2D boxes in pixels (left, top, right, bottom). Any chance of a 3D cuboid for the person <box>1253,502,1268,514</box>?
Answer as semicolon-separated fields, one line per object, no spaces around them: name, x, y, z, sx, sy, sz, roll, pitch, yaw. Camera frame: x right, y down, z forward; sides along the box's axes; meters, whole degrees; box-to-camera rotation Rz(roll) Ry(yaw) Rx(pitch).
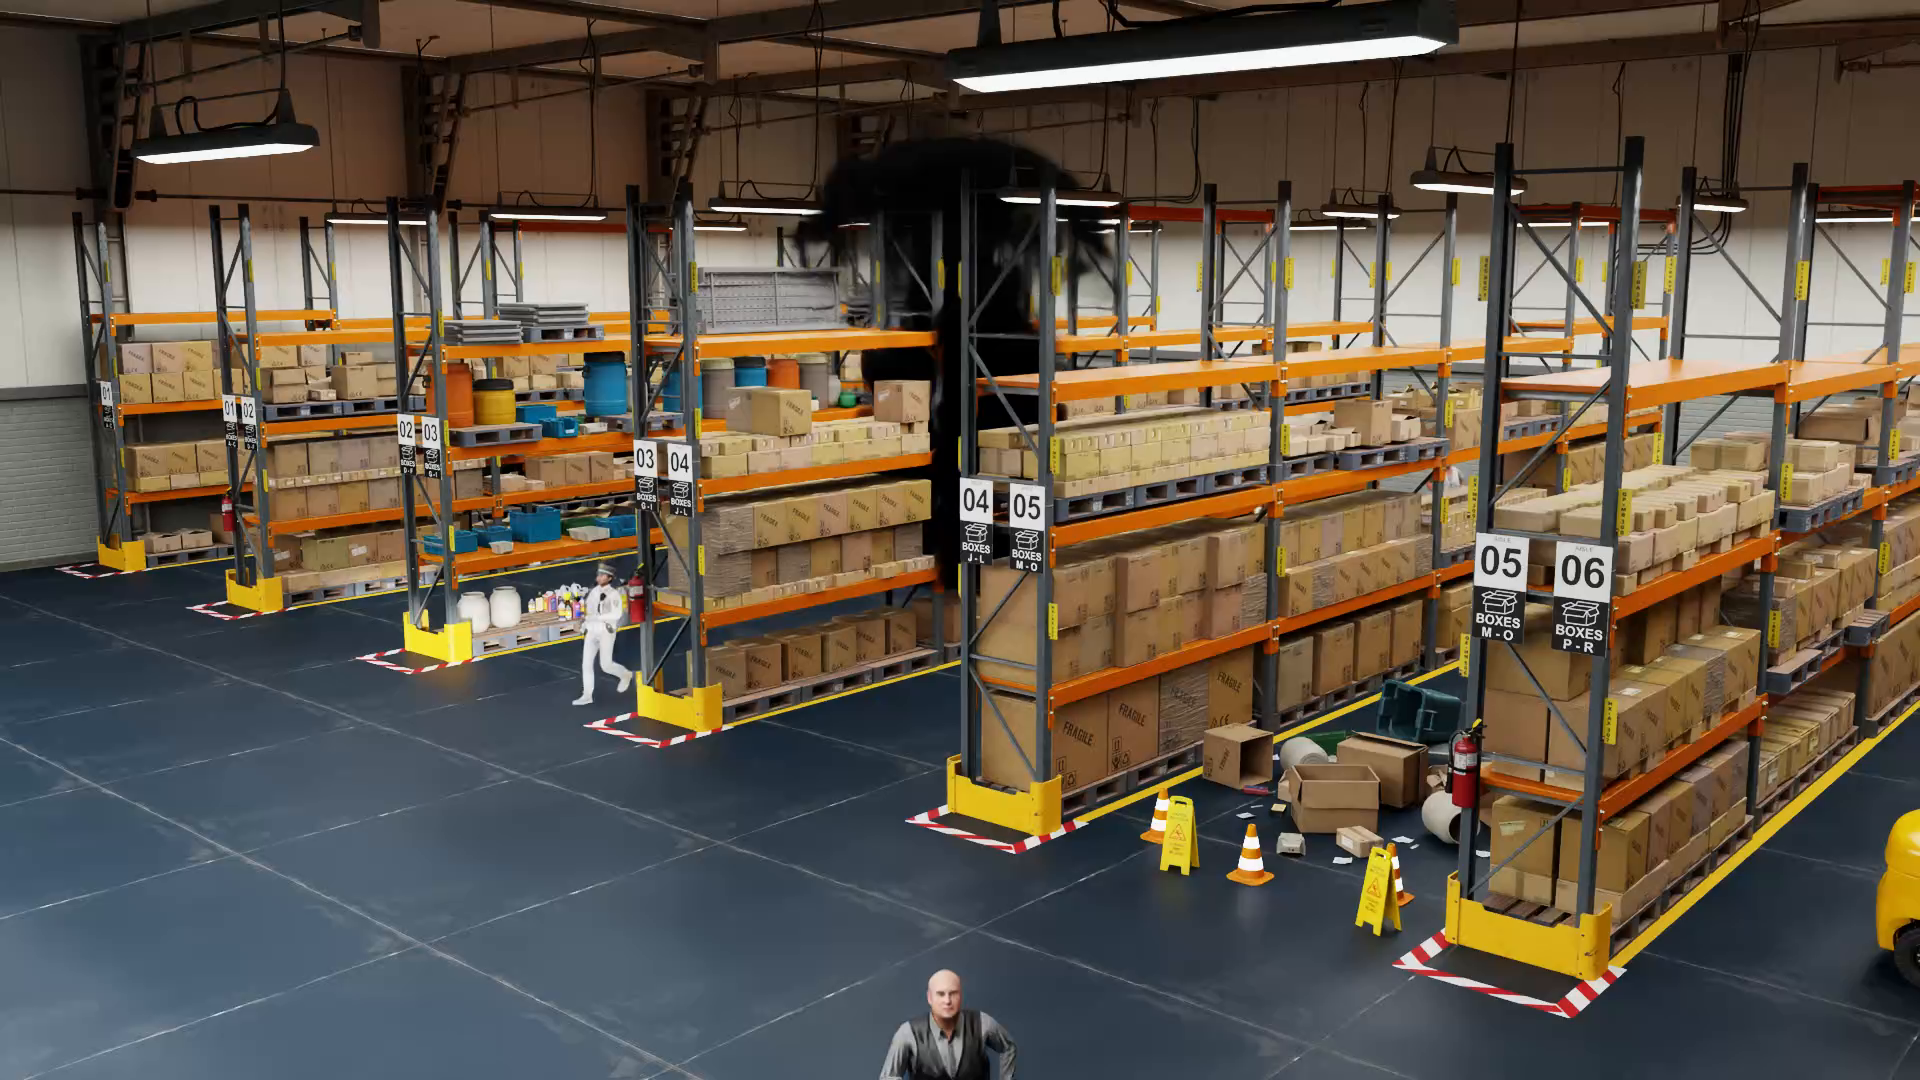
person;4.577;0.148;25.061;0.655;1.807;0.729;6;11;34

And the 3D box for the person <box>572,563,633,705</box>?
person;-4.264;1.098;19.658;0.660;1.666;0.803;7;12;37

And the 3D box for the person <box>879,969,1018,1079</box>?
person;-0.044;2.973;8.280;0.711;1.690;0.583;-1;10;-5

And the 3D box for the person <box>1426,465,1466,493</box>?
person;8.826;-0.700;30.132;0.667;1.757;0.956;-2;10;-9
